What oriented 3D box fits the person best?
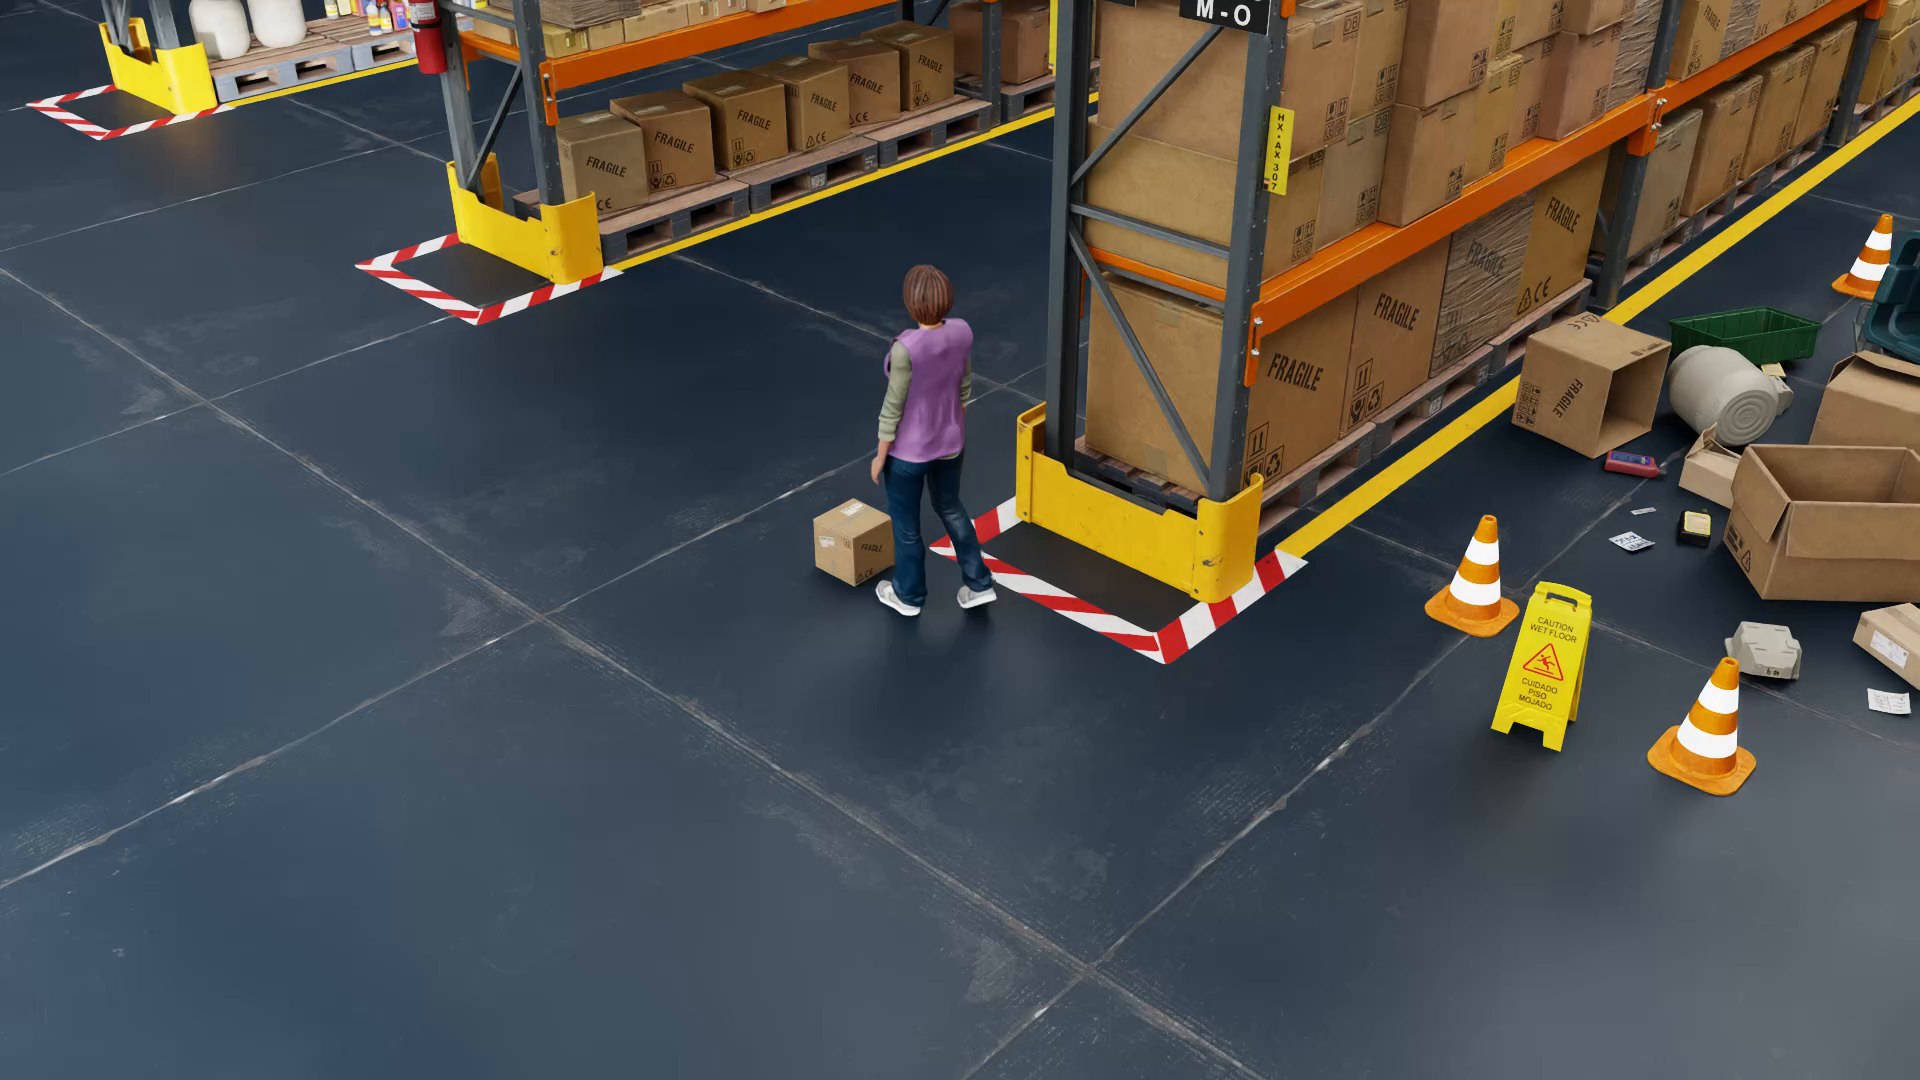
[{"bbox_3d":[-0.144,-0.375,6.751,0.471,1.614,0.483,-21,37,-30],"label":"person"}]
